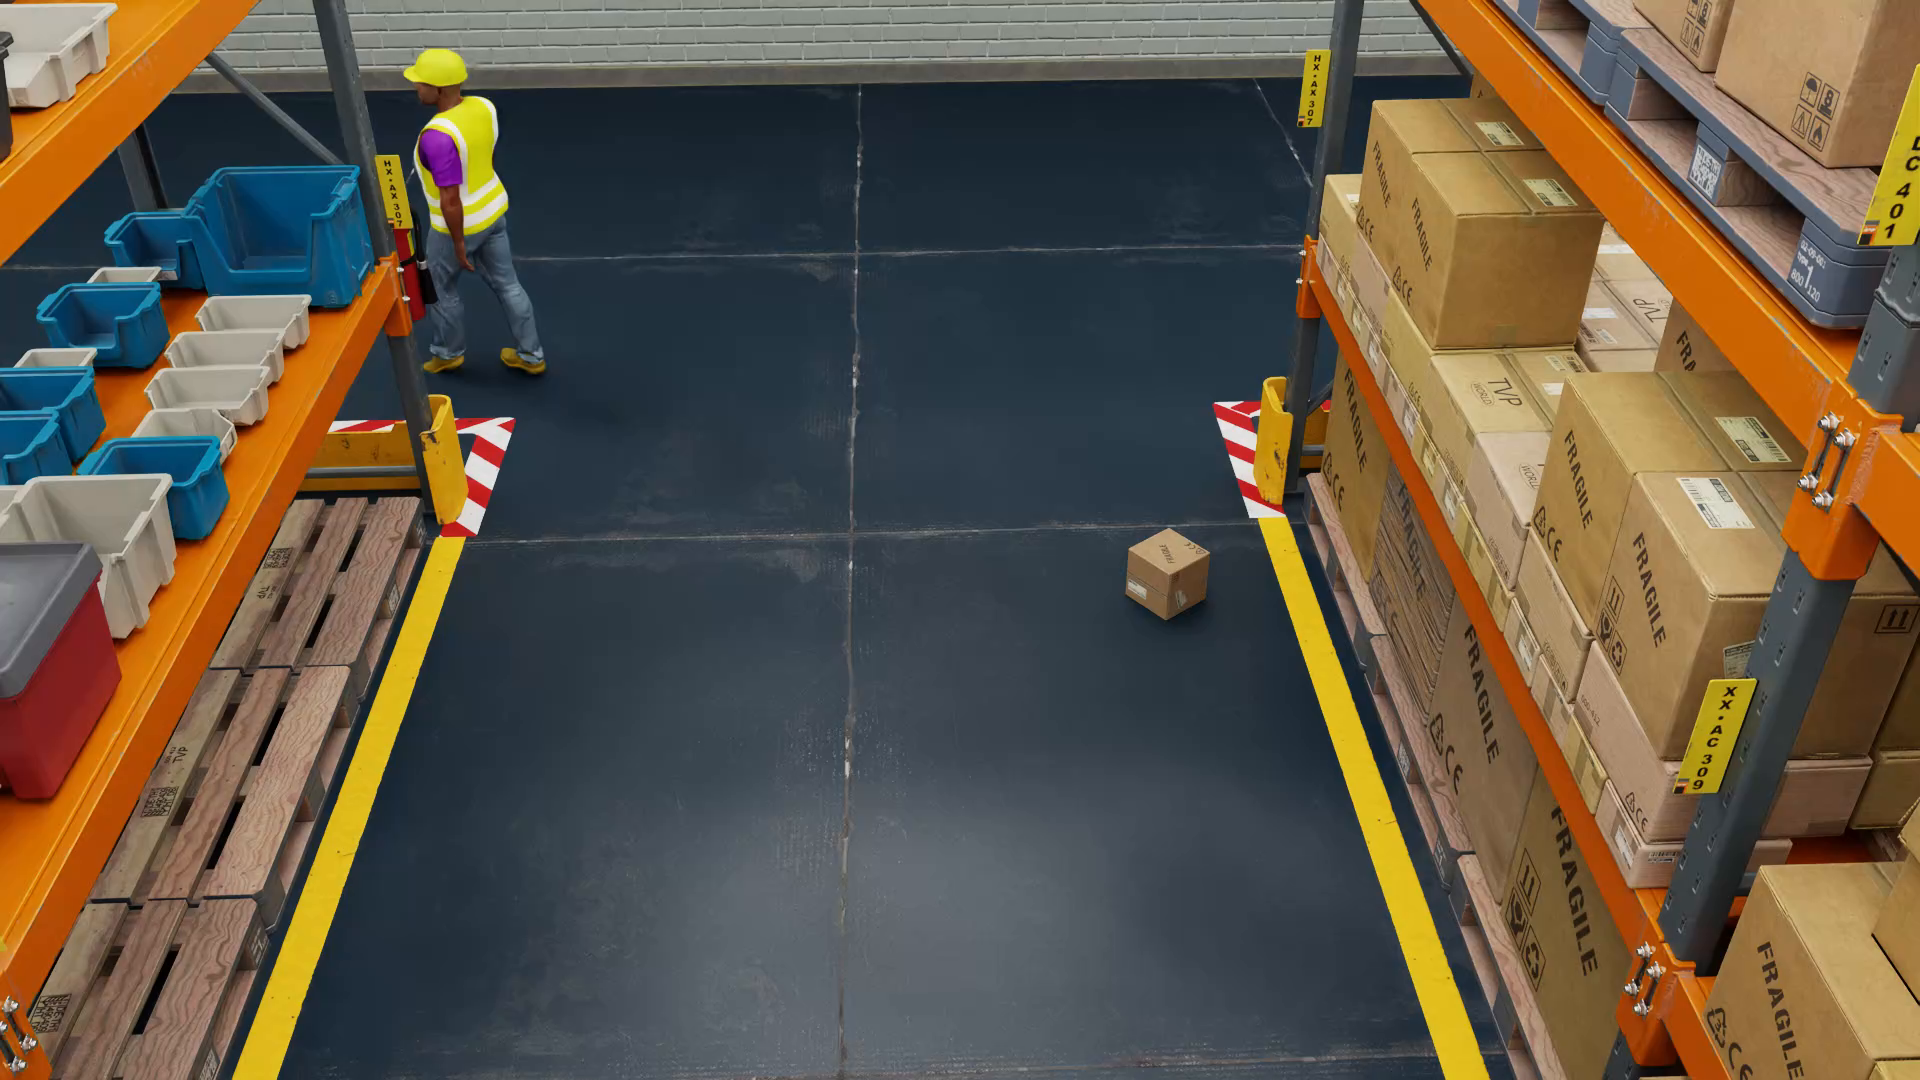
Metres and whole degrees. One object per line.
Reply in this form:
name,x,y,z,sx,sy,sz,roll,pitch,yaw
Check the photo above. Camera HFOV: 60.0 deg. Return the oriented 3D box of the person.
person,-2.551,-1.633,8.478,0.739,1.815,0.621,13,37,18
